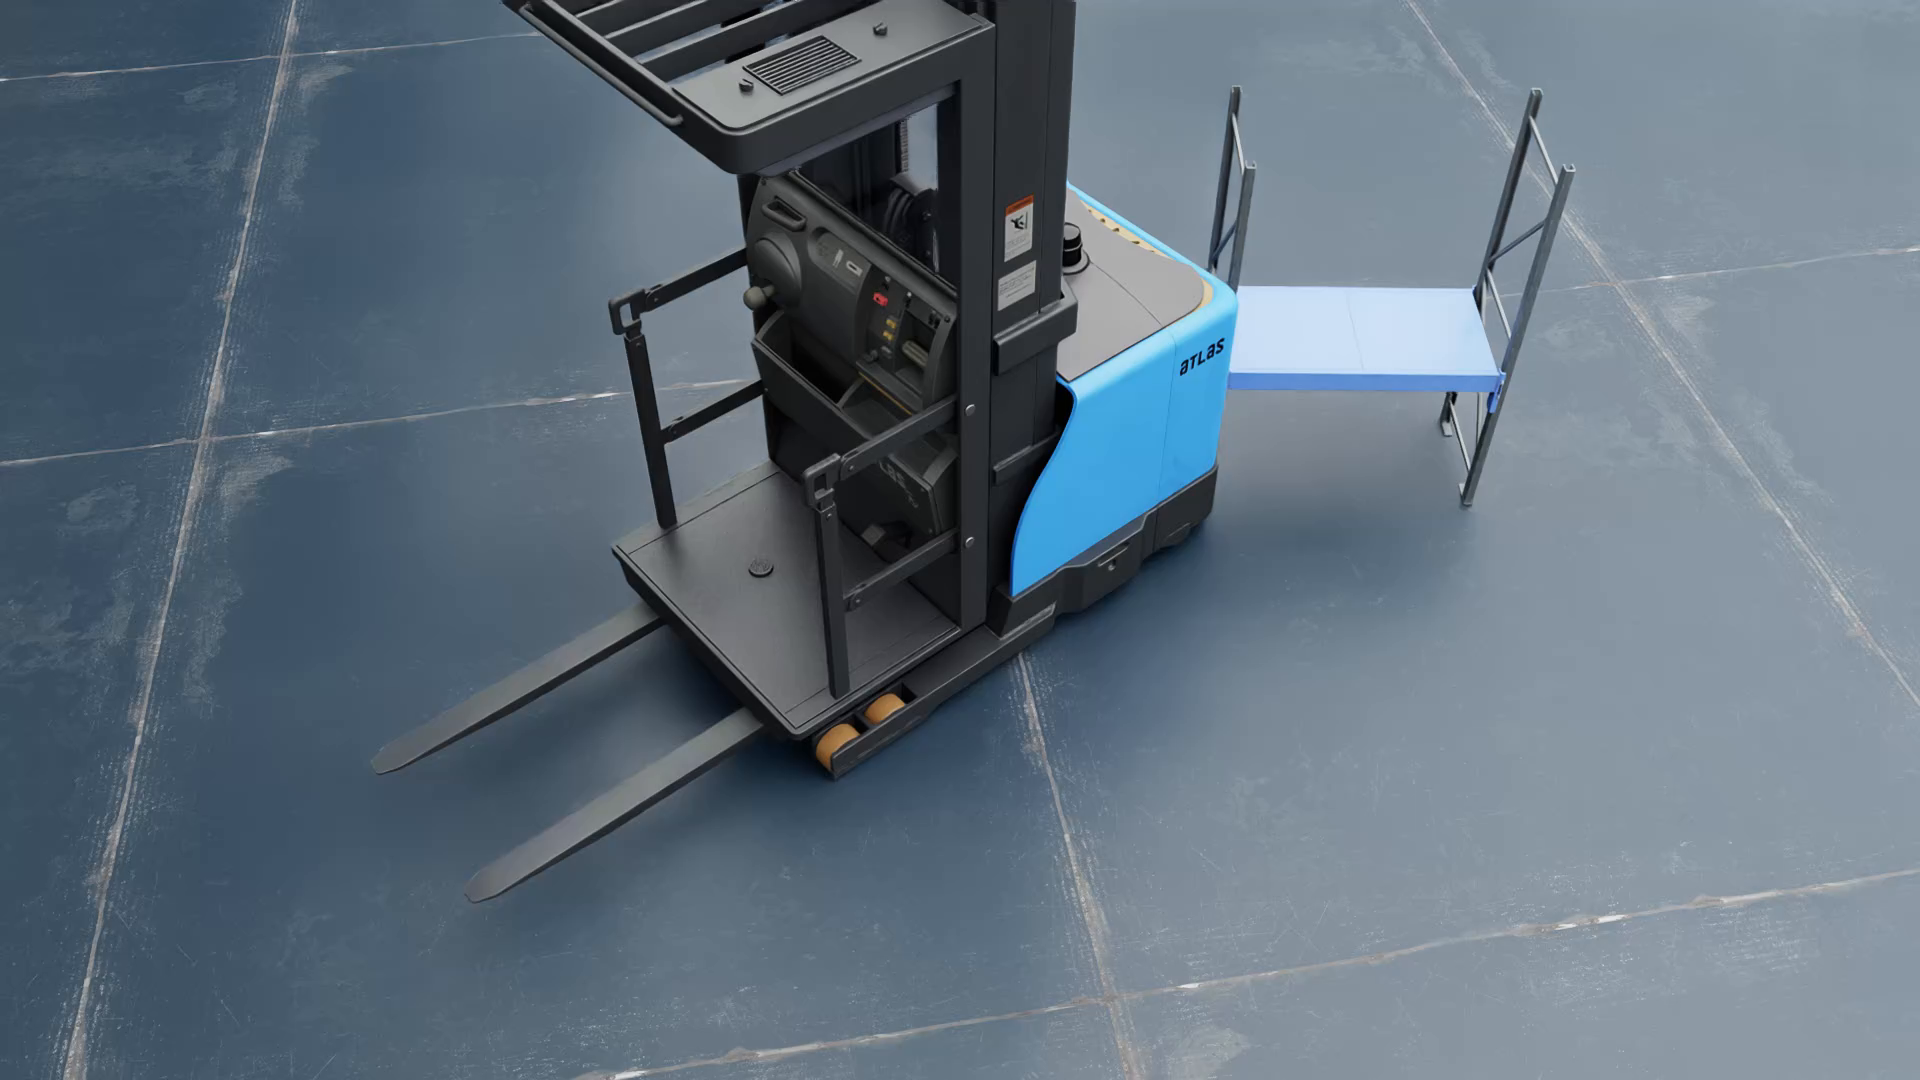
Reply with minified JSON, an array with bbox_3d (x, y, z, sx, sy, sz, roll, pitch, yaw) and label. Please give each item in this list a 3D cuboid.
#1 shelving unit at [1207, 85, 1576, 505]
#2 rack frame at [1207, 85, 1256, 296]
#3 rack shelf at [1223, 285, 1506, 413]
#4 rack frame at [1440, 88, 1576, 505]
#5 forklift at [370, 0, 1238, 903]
[{"bbox_3d":[1.443,-0.841,6.019,1.048,1.500,0.538,1,46,1],"label":"shelving unit"},{"bbox_3d":[0.935,-0.847,6.025,0.032,1.500,0.500,1,46,1],"label":"rack frame"},{"bbox_3d":[1.443,-0.716,6.148,1.000,0.185,0.538,1,46,1],"label":"rack shelf"},{"bbox_3d":[1.952,-0.835,6.013,0.032,1.500,0.500,1,46,1],"label":"rack frame"},{"bbox_3d":[-0.499,-0.677,4.867,3.031,2.935,1.130,-31,54,-27],"label":"forklift"}]
